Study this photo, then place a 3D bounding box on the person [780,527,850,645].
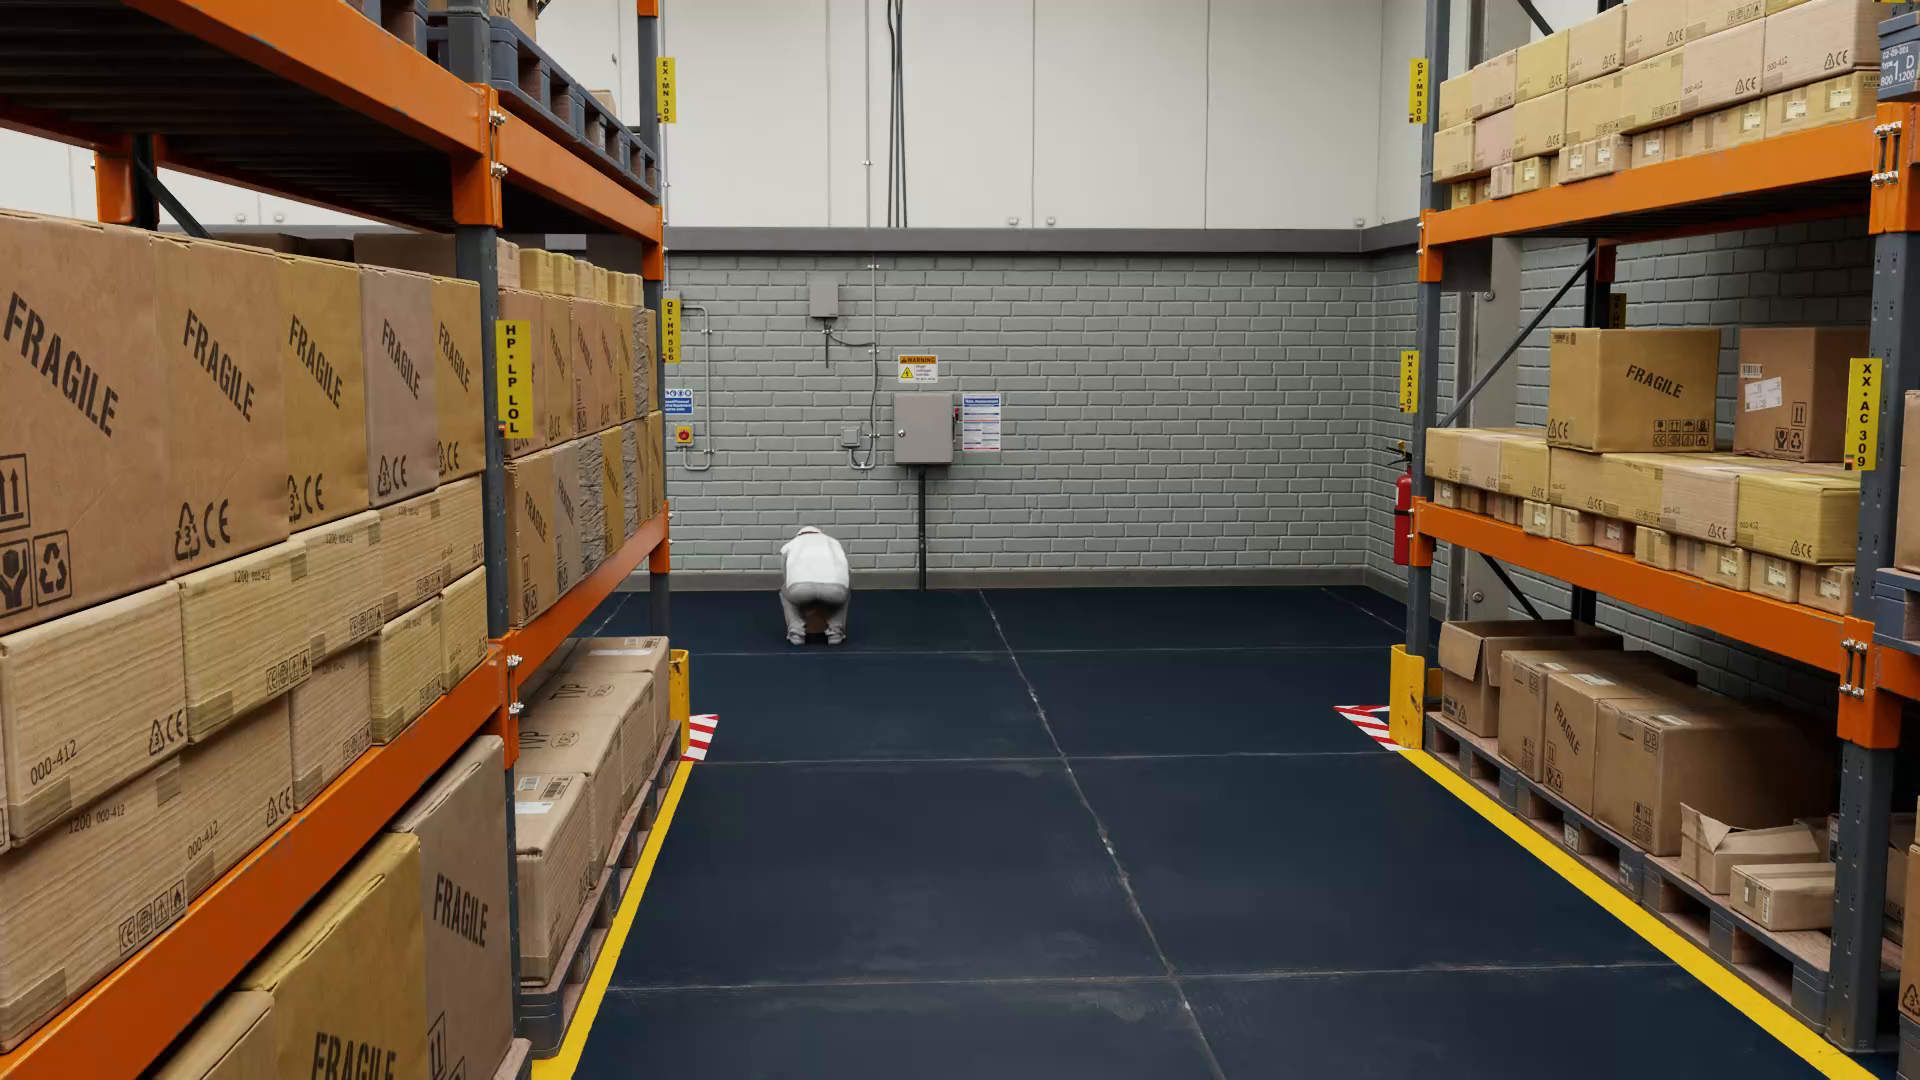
[{"bbox_3d":[-1.057,0.357,12.118,0.517,0.830,0.973,-1,7,-5],"label":"person"}]
